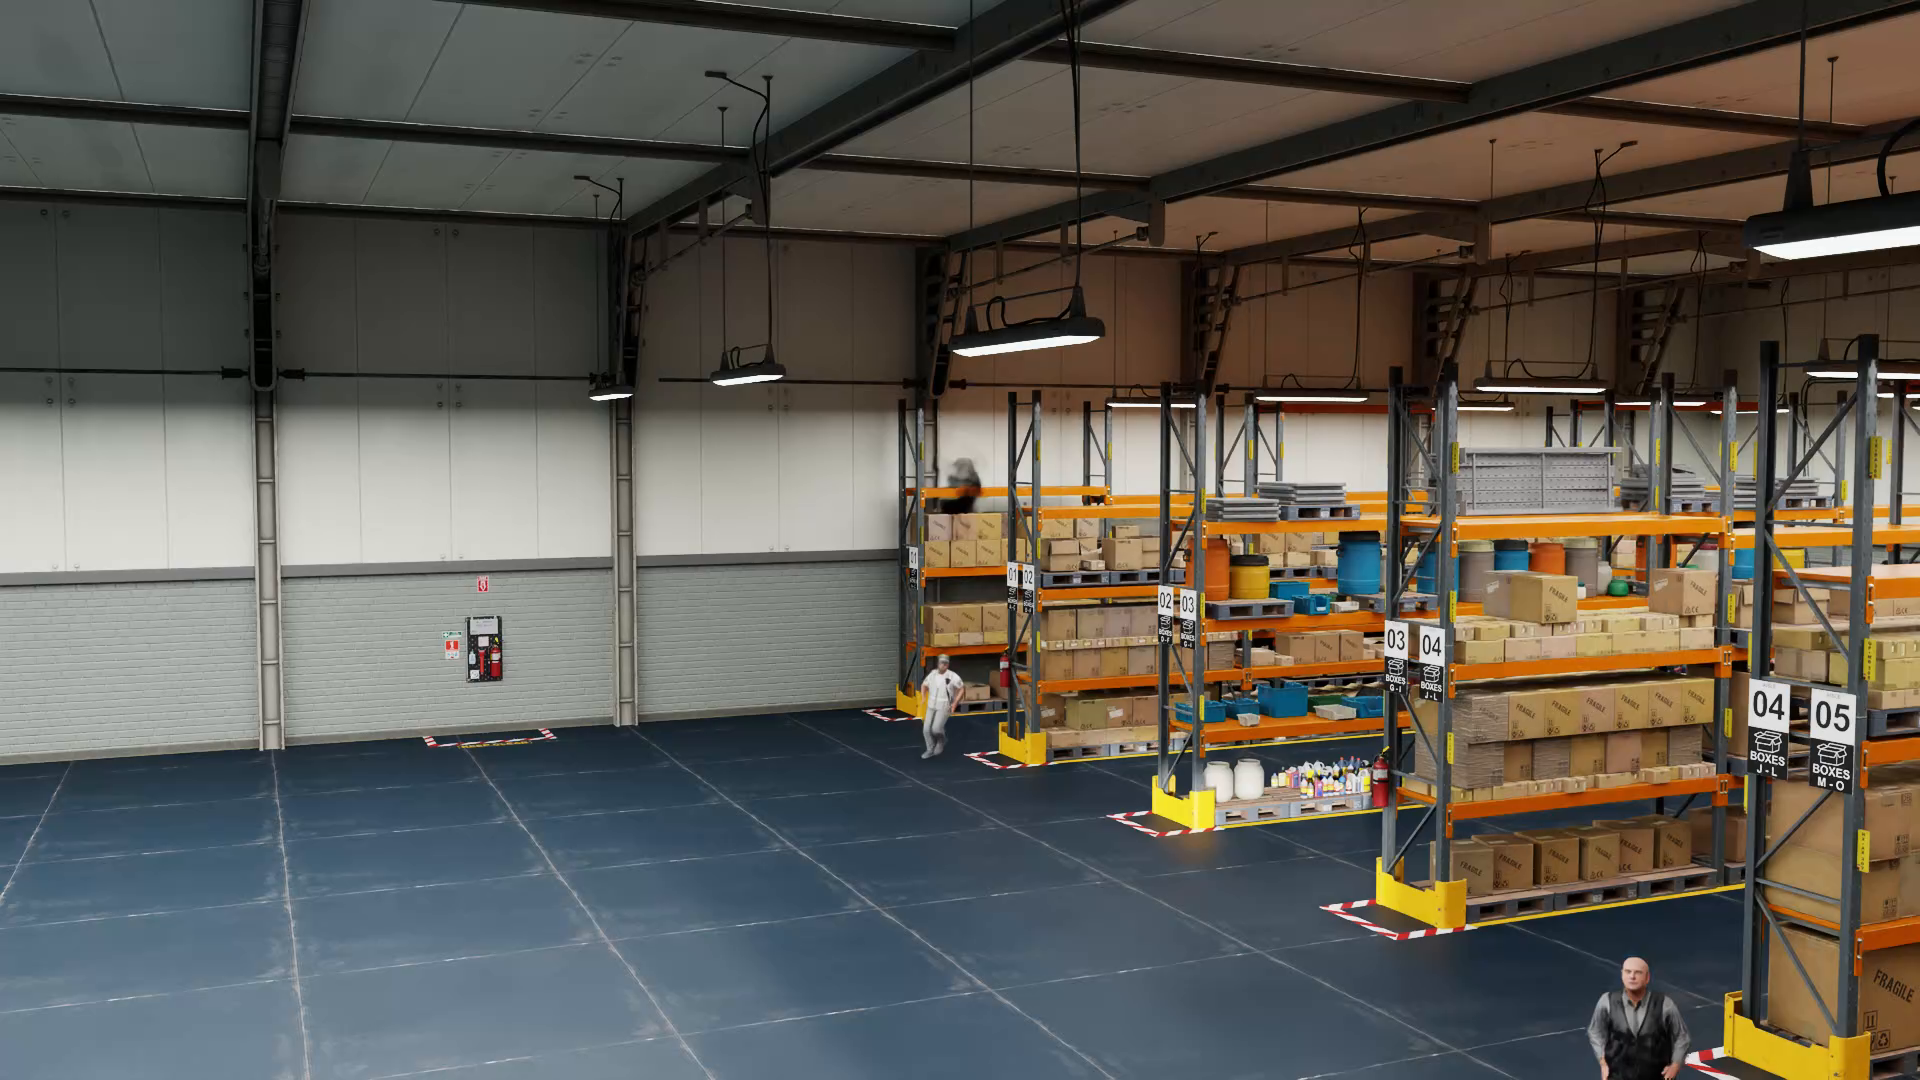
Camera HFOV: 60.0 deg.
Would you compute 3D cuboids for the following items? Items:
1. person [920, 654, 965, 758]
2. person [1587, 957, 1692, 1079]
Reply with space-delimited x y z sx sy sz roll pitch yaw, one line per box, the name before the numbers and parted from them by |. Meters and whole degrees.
person | -0.336 2.720 27.129 0.720 1.724 0.520 1 4 24
person | 4.600 3.667 11.292 0.660 1.696 0.601 1 4 24
